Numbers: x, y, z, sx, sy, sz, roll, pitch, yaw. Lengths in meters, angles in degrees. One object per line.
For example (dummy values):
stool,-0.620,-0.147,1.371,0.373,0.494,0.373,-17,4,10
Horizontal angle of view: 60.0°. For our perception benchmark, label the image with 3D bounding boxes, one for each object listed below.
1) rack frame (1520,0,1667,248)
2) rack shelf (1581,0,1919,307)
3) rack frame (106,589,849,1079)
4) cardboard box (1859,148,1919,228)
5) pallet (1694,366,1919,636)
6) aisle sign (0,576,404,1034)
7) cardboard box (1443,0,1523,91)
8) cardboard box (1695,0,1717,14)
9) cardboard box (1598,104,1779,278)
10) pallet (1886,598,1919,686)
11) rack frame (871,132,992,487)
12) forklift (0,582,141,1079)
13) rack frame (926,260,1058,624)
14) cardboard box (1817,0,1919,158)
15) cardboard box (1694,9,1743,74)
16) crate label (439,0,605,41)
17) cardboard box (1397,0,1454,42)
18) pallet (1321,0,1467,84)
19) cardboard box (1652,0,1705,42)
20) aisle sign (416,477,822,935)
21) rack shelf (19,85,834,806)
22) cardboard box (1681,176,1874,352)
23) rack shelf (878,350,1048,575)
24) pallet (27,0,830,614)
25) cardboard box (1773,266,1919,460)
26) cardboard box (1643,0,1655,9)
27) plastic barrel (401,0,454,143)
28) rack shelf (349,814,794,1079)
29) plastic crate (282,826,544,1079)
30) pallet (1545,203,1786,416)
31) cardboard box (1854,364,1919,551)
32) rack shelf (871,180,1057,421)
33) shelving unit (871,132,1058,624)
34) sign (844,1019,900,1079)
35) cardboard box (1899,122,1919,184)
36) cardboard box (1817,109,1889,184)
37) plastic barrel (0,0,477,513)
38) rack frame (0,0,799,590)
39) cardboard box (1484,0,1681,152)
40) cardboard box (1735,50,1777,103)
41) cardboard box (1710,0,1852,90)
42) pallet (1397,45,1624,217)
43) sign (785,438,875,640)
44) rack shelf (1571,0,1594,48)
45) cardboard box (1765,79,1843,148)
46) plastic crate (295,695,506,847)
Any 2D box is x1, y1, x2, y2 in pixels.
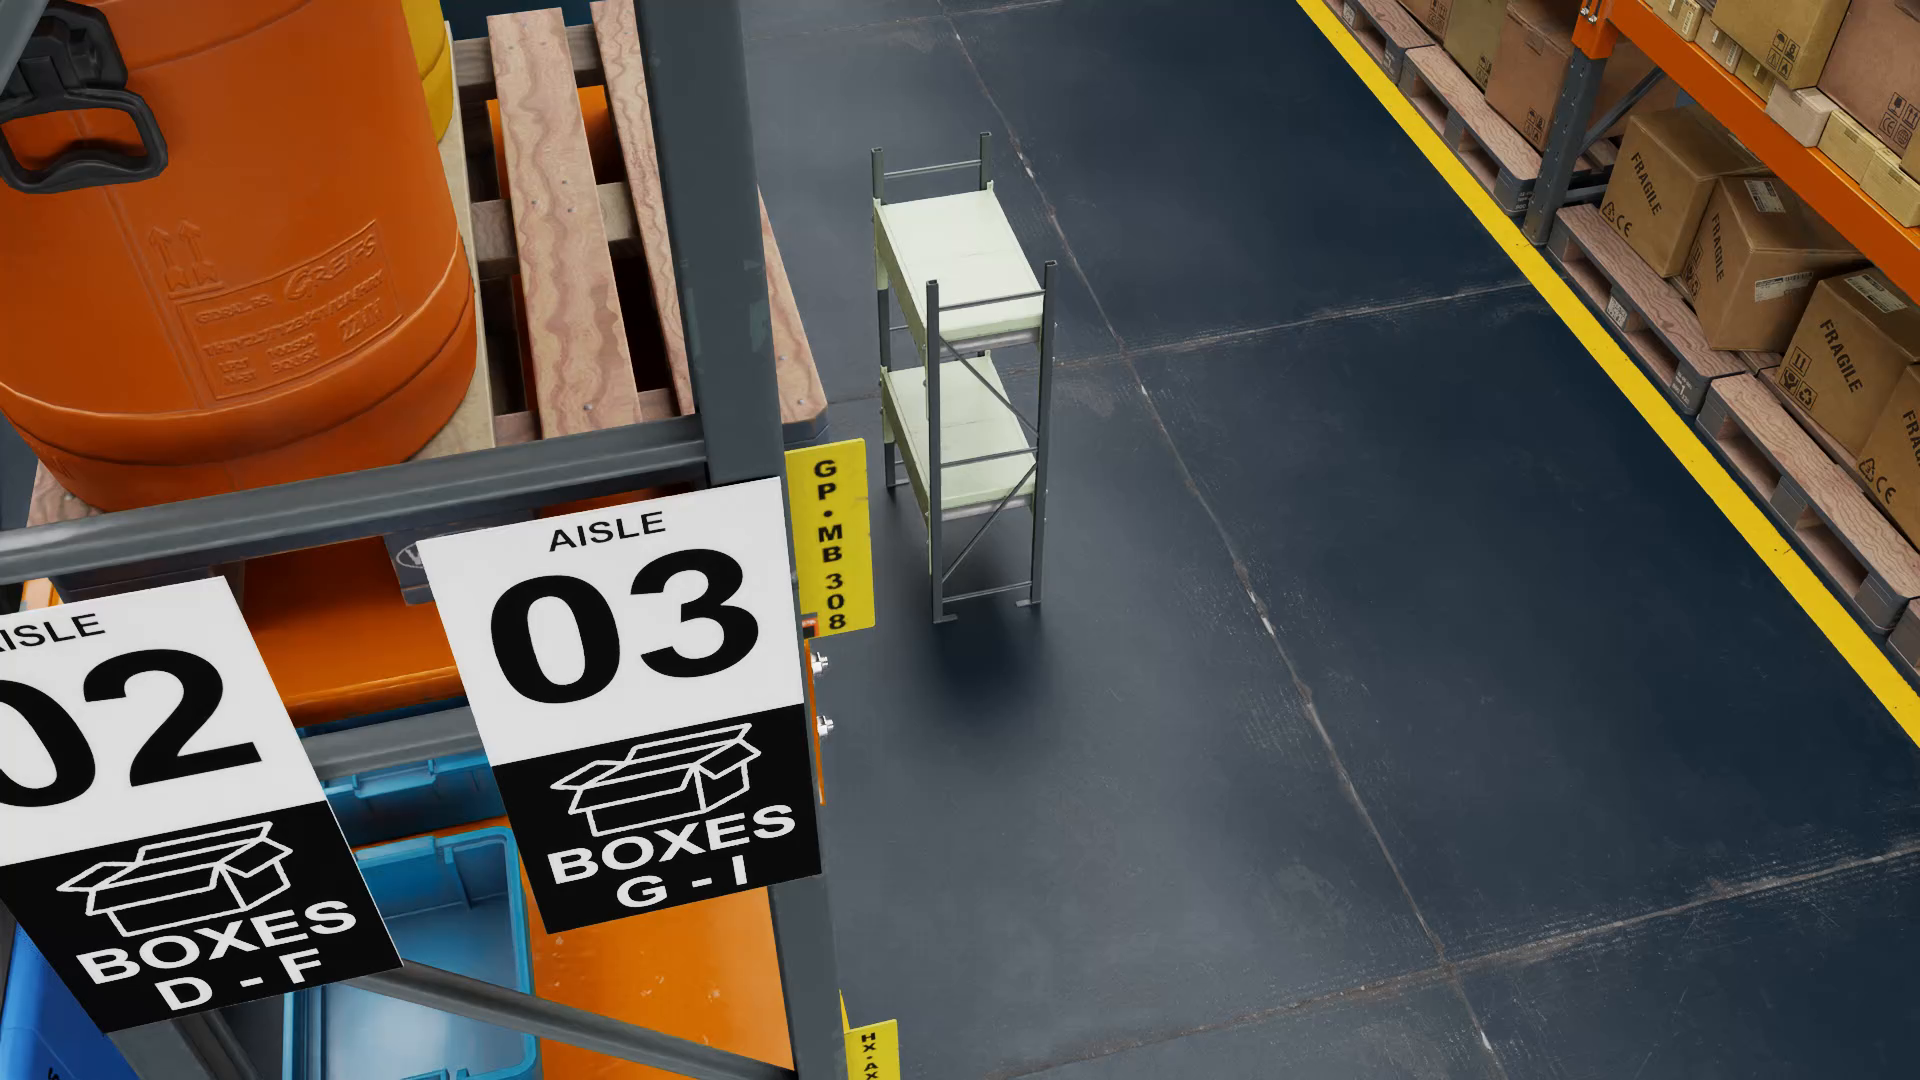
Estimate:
rack frame,3.072,-2.511,6.611,1.000,3.000,0.127,-11,47,-10
rack shelf,3.584,-0.878,5.514,1.077,0.370,4.000,-11,47,-10
rack frame,-0.692,1.156,3.017,1.000,3.000,0.127,-11,47,-10
cardboard box,3.233,-1.187,5.488,0.380,0.149,0.250,-11,47,-10
pallet,3.594,-0.234,6.331,1.003,0.211,1.213,-11,47,-10
aisle sign,-0.961,0.350,1.986,0.394,0.787,0.004,-11,47,-10
cardboard box,2.832,-2.551,8.092,0.700,0.500,0.500,-11,47,-11
cardboard box,3.127,-2.328,6.153,0.875,0.500,0.500,-11,47,-10
cardboard box,3.136,-1.500,7.076,0.500,0.500,0.500,-12,47,-12
pallet,3.903,0.607,5.508,1.003,0.211,1.213,-11,47,-10
rack frame,-0.092,-0.773,5.957,0.400,1.500,0.023,-11,47,-10
forklift,-2.843,0.098,4.102,1.130,2.935,3.031,-10,46,-10
rack frame,0.095,-0.268,5.462,0.400,1.500,0.023,-11,47,-10
cardboard box,3.447,-1.650,5.488,0.875,0.500,0.500,-11,47,-10
cardboard box,2.978,-1.877,6.165,0.380,0.149,0.250,-11,47,-10
crate label,-0.852,-1.194,3.324,0.502,0.251,0.408,-11,47,-10
cardboard box,2.688,-2.937,8.470,0.700,0.500,0.500,-14,47,-14
pallet,2.555,-2.916,8.960,1.003,0.211,1.213,-11,47,-10
cardboard box,2.888,-2.045,6.330,0.380,0.149,0.250,-11,47,-10
aisle sign,-0.390,0.242,2.092,0.394,0.787,0.004,-11,47,-10
rack shelf,-1.204,-1.023,3.556,1.077,0.370,4.000,-11,47,-10
cardboard box,3.290,-1.106,6.689,0.500,0.500,0.500,3,46,2
rack shelf,0.002,-0.292,5.943,0.431,0.370,0.720,-11,47,-10
pallet,-0.809,-0.417,2.590,1.003,0.211,1.213,-11,47,-10
cardboard box,3.524,-0.691,6.283,0.500,0.500,0.500,-15,47,-14
cardboard box,2.836,-2.220,6.501,0.380,0.149,0.250,-11,47,-10
plastic barrel,-1.107,-0.870,2.477,0.600,0.588,0.600,0,46,0
rack shelf,-1.204,0.027,4.627,1.077,0.370,4.000,-11,47,-10
plastic crate,-1.109,0.917,3.355,0.499,0.251,0.616,-11,47,-10
pallet,3.278,-1.078,7.158,1.003,0.211,1.213,-11,47,-10
cardboard box,3.624,-0.298,5.898,0.500,0.500,0.500,-7,46,-7
rack shelf,0.002,-0.793,5.431,0.431,0.370,0.720,-11,47,-10
shelving unit,0.002,-0.520,5.710,0.431,1.500,0.755,-11,47,-10
sign,-0.159,0.962,3.013,0.100,0.325,0.005,-11,47,-10
cardboard box,3.535,-1.297,5.143,0.875,0.500,0.500,-11,47,-10
cardboard box,3.180,-1.361,5.660,0.380,0.149,0.250,-11,47,-10
plastic barrel,-0.939,-0.503,1.948,0.600,0.830,0.708,-11,47,-10
rack frame,-0.692,-0.944,0.874,1.000,3.000,0.127,-11,47,-10
cardboard box,2.935,-2.218,7.766,0.700,0.500,0.500,-14,47,-13
cardboard box,3.051,-1.706,5.998,0.380,0.149,0.250,-11,47,-10
cardboard box,3.221,-1.977,5.809,0.875,0.500,0.500,-11,47,-10
pallet,2.871,-2.072,8.133,1.003,0.211,1.213,-11,47,-10
sign,-0.159,0.006,2.038,0.100,0.325,0.005,-11,47,-10
rack shelf,2.560,-3.640,8.221,1.077,0.370,4.000,-11,47,-10
cardboard box,3.076,-1.526,5.821,0.380,0.149,0.250,-11,47,-10
plastic crate,-1.270,0.468,3.795,0.499,0.251,0.408,-11,47,-10
